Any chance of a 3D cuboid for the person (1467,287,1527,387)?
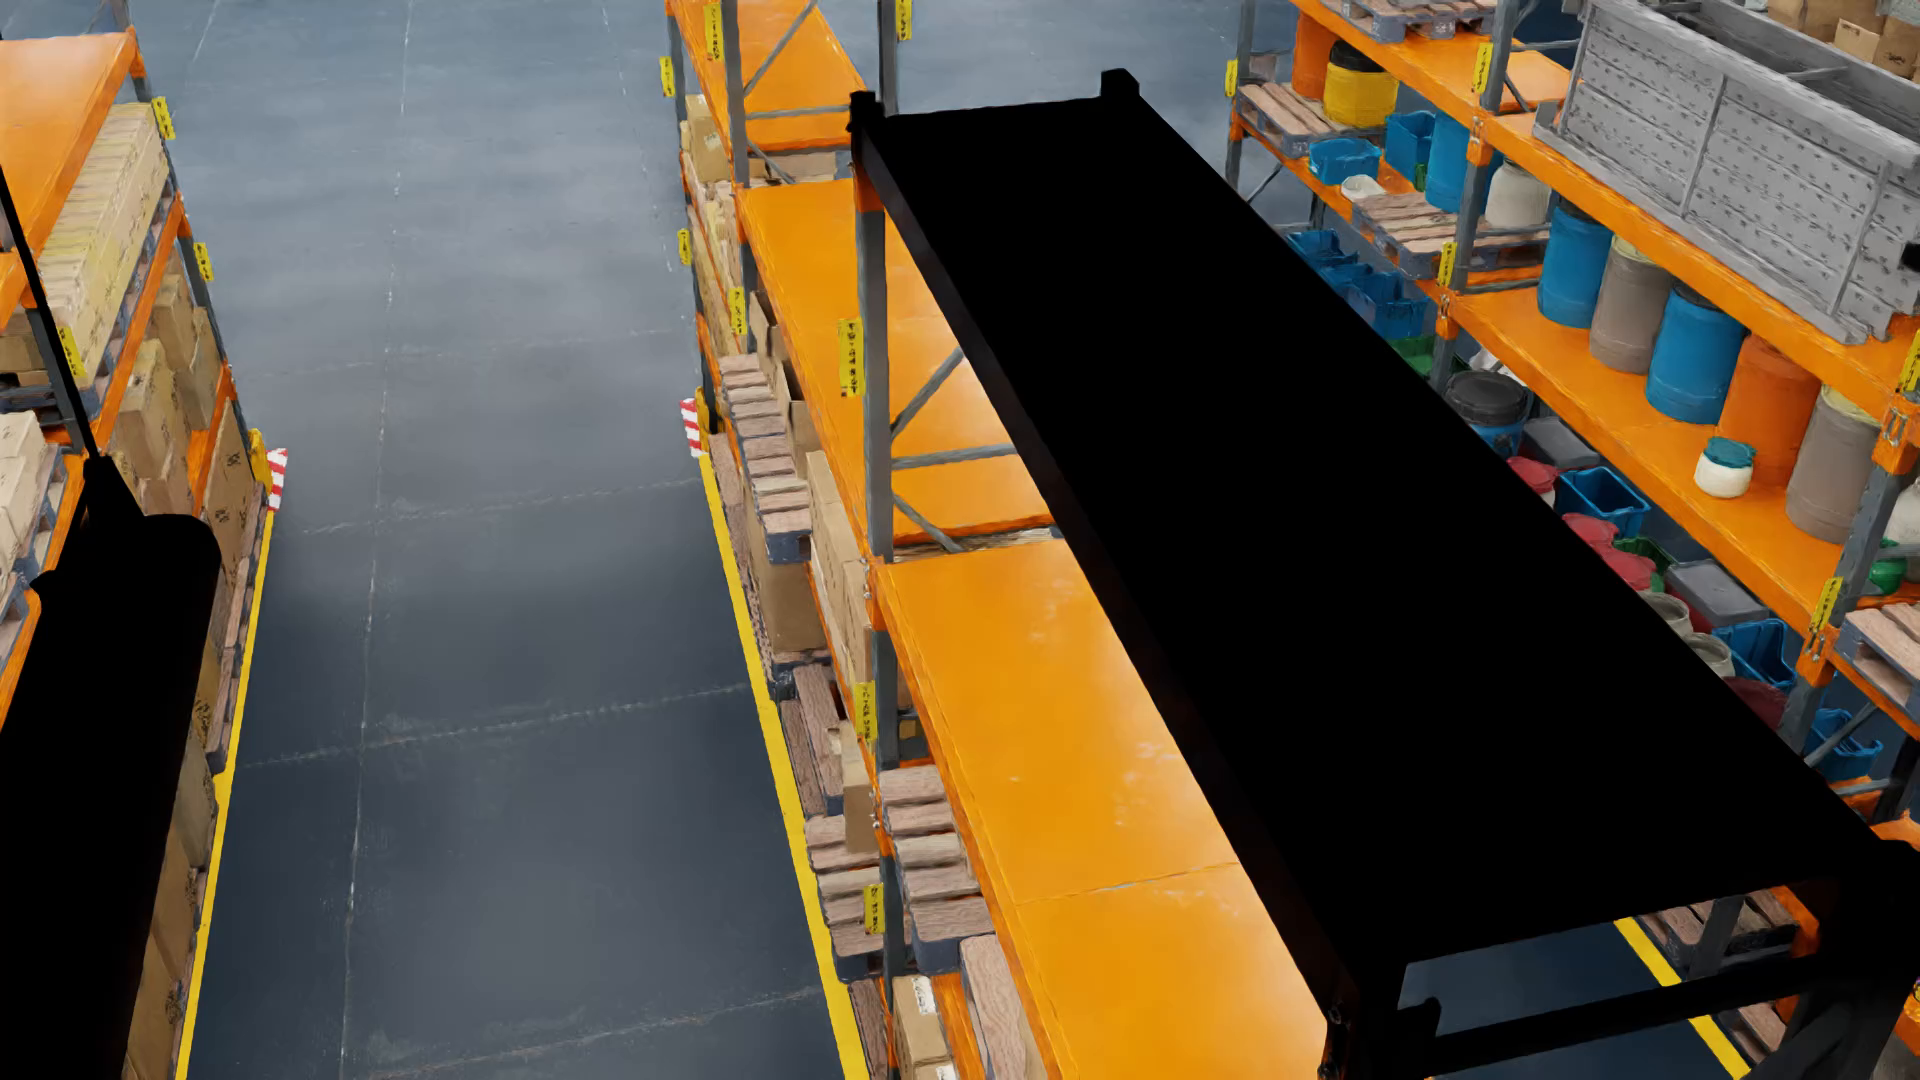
[{"bbox_3d":[4.871,-1.660,14.982,0.598,1.698,1.194,-7,35,-10],"label":"person"}]
